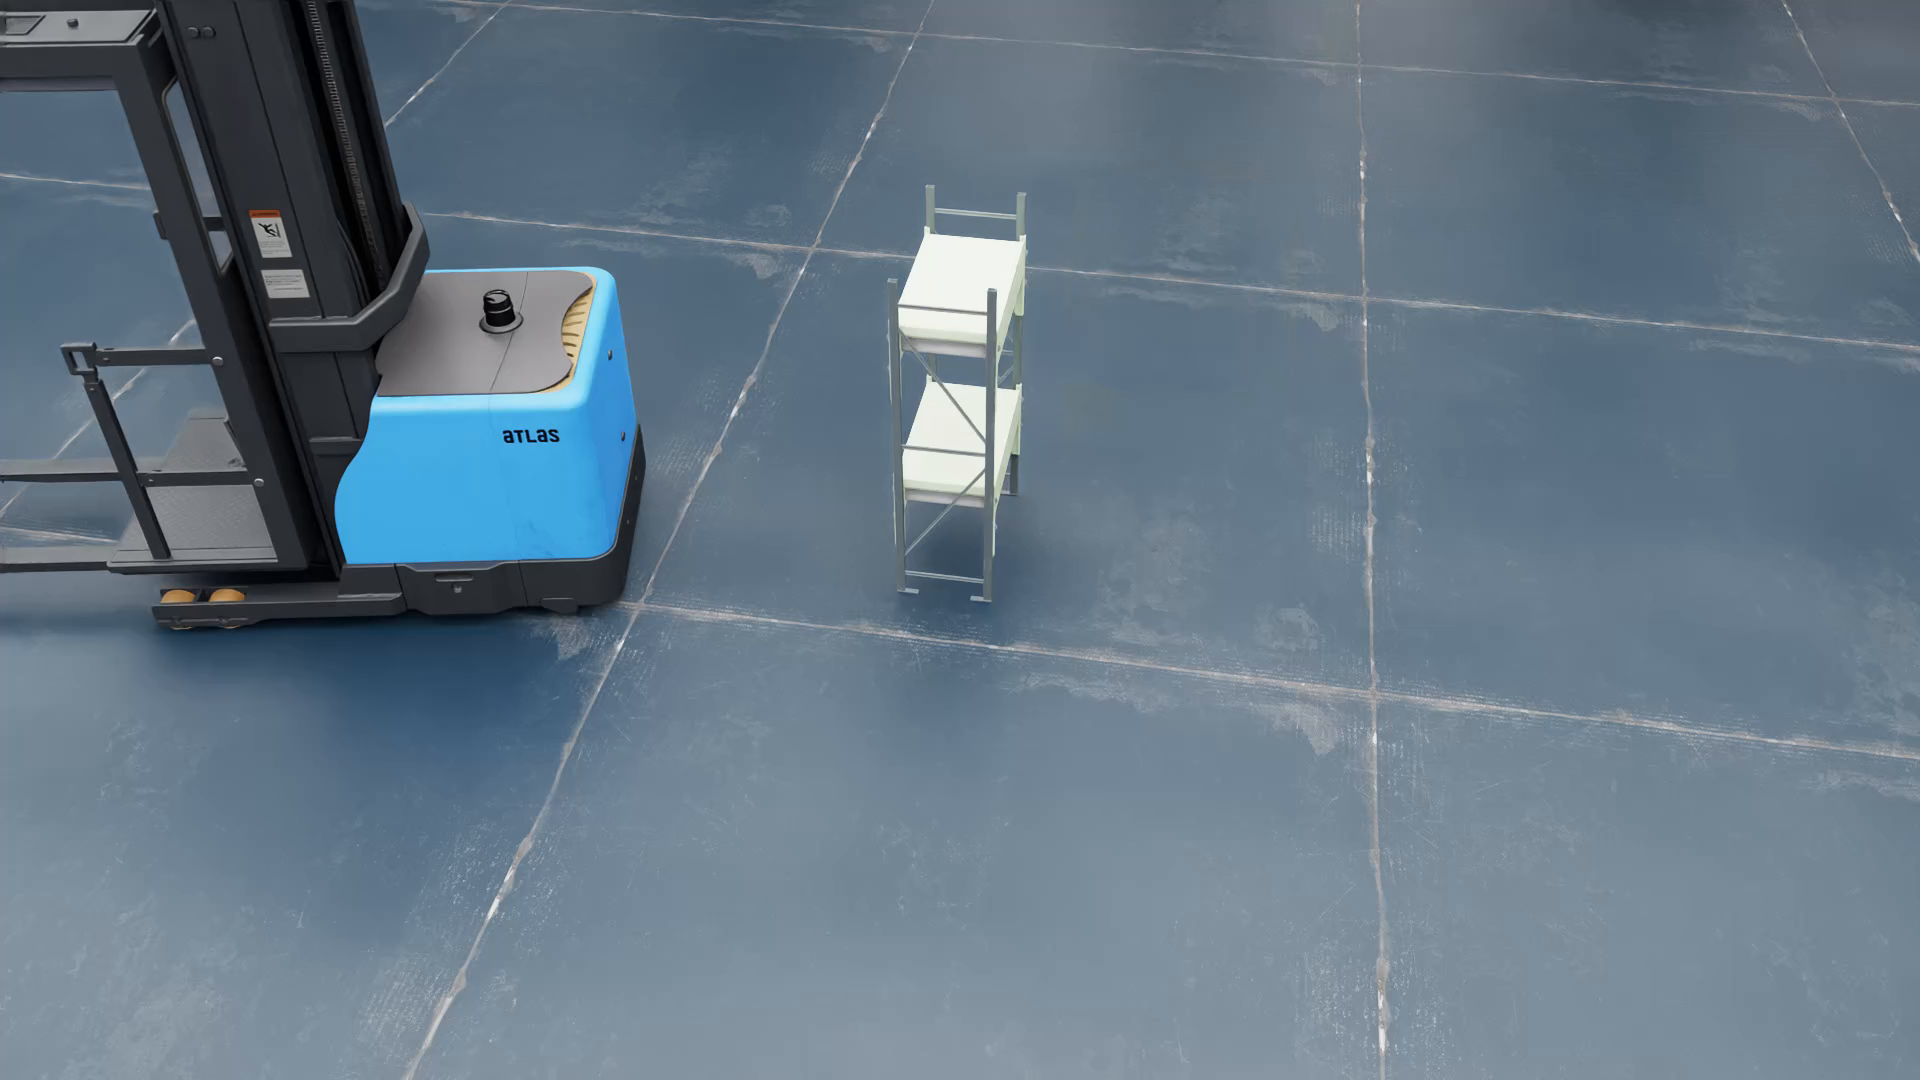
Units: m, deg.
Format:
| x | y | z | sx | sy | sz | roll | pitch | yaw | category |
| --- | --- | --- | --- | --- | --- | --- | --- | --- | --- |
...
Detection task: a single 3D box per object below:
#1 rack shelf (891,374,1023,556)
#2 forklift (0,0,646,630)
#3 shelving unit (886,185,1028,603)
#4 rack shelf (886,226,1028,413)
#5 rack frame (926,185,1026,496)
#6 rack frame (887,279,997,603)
| x | y | z | sx | sy | sz | roll | pitch | yaw | category |
| --- | --- | --- | --- | --- | --- | --- | --- | --- | --- |
| -0.001 | -0.323 | 6.975 | 0.431 | 0.370 | 0.720 | 6 | 40 | 8 | rack shelf |
| -2.922 | -1.107 | 6.289 | 3.031 | 2.935 | 1.130 | -1 | 40 | -2 | forklift |
| -0.001 | -0.574 | 6.767 | 0.431 | 1.500 | 0.755 | 6 | 40 | 8 | shelving unit |
| -0.001 | -0.875 | 6.518 | 0.431 | 0.370 | 0.720 | 6 | 40 | 8 | rack shelf |
| 0.062 | -0.804 | 7.045 | 0.400 | 1.500 | 0.023 | 6 | 40 | 8 | rack frame |
| -0.064 | -0.344 | 6.489 | 0.400 | 1.500 | 0.023 | 6 | 40 | 8 | rack frame |
